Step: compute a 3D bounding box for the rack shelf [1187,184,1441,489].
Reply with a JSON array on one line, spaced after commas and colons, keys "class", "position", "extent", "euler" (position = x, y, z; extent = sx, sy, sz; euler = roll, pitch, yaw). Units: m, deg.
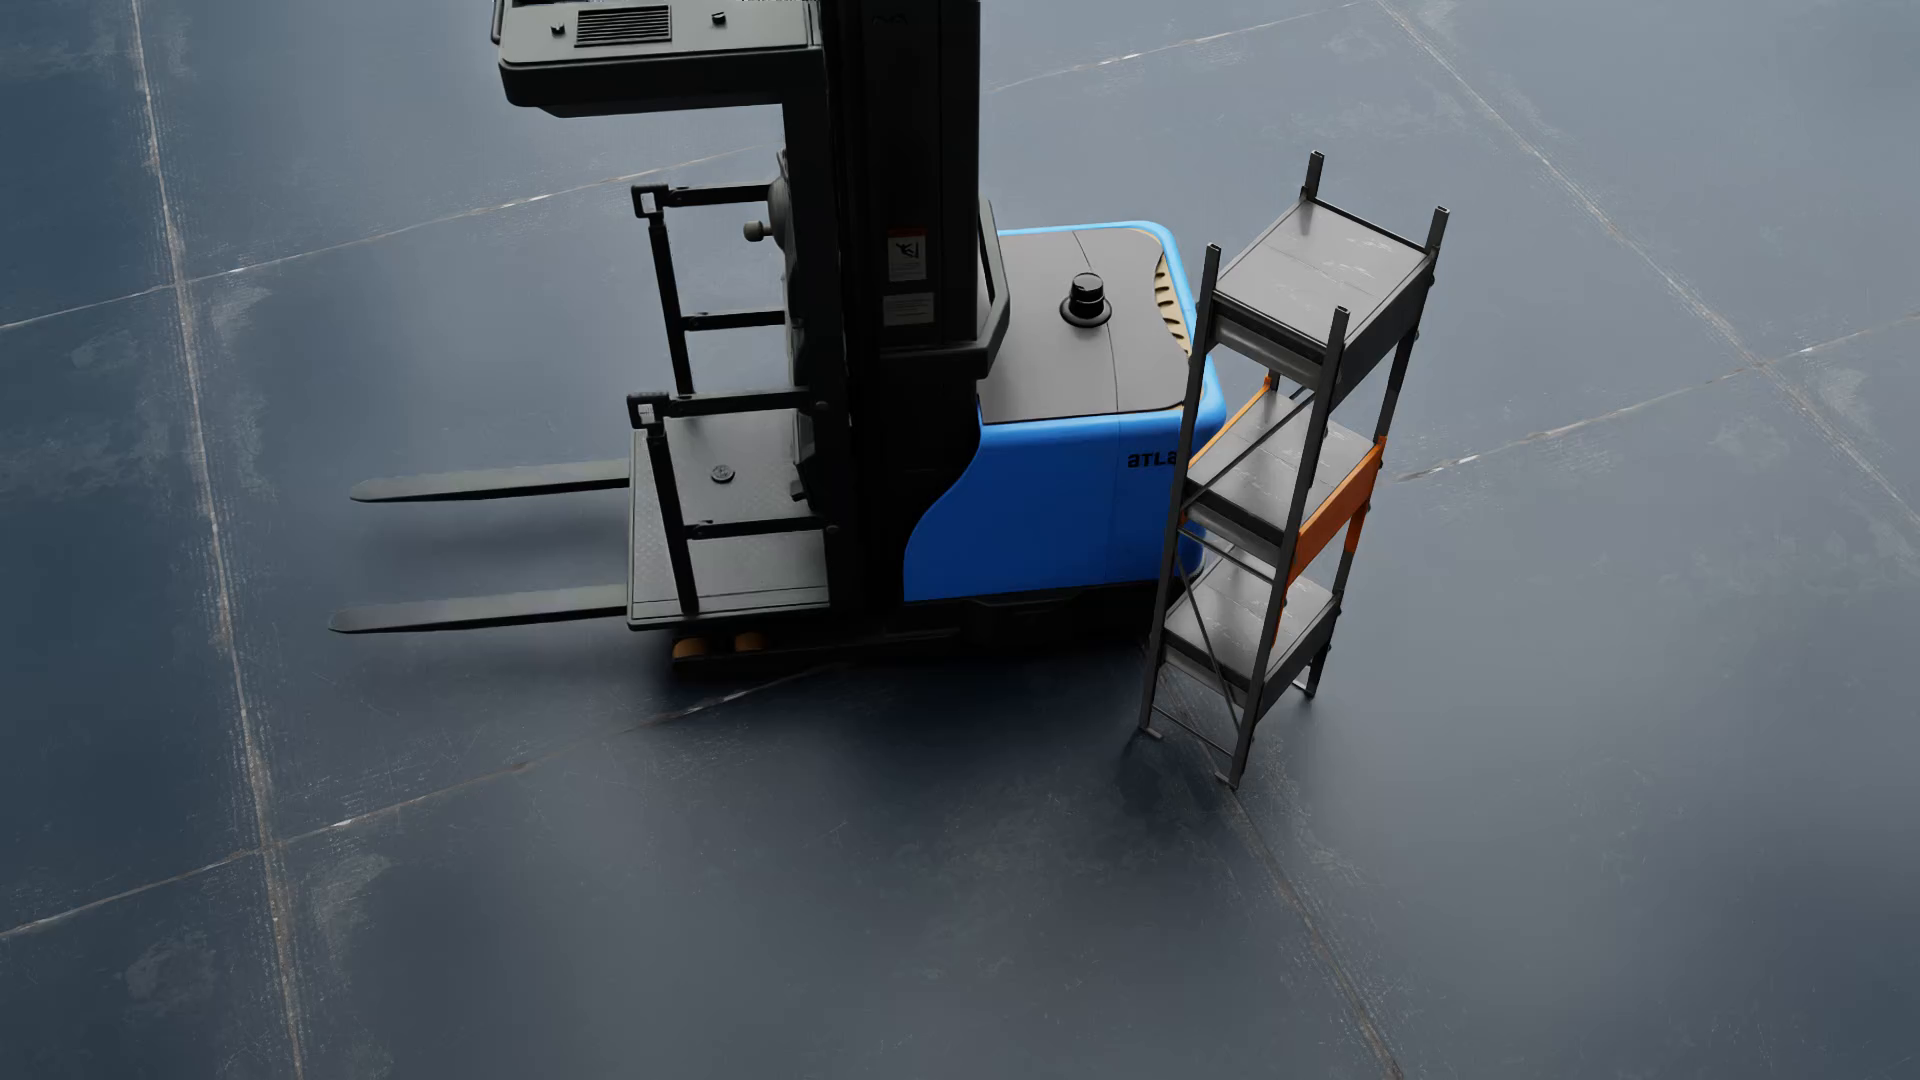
[{"class": "rack shelf", "position": [0.924, -0.543, 4.428], "extent": [0.431, 0.518, 0.480], "euler": [32, 56, 24]}]

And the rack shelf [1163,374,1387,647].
[{"class": "rack shelf", "position": [0.924, -0.087, 4.959], "extent": [0.431, 0.518, 0.480], "euler": [32, 56, 24]}]

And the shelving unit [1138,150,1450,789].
[{"class": "shelving unit", "position": [0.924, -0.096, 4.948], "extent": [0.431, 2.100, 0.503], "euler": [32, 56, 24]}]

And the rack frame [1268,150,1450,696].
[{"class": "rack frame", "position": [1.078, -0.239, 5.072], "extent": [0.400, 2.100, 0.015], "euler": [32, 56, 24]}]

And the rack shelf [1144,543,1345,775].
[{"class": "rack shelf", "position": [0.924, 0.369, 5.490], "extent": [0.431, 0.518, 0.480], "euler": [32, 56, 24]}]

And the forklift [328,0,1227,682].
[{"class": "forklift", "position": [-0.699, -0.887, 5.080], "extent": [3.031, 2.935, 1.130], "euler": [-5, 50, -4]}]

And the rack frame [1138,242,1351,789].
[{"class": "rack frame", "position": [0.769, 0.047, 4.825], "extent": [0.400, 2.100, 0.015], "euler": [32, 56, 24]}]
